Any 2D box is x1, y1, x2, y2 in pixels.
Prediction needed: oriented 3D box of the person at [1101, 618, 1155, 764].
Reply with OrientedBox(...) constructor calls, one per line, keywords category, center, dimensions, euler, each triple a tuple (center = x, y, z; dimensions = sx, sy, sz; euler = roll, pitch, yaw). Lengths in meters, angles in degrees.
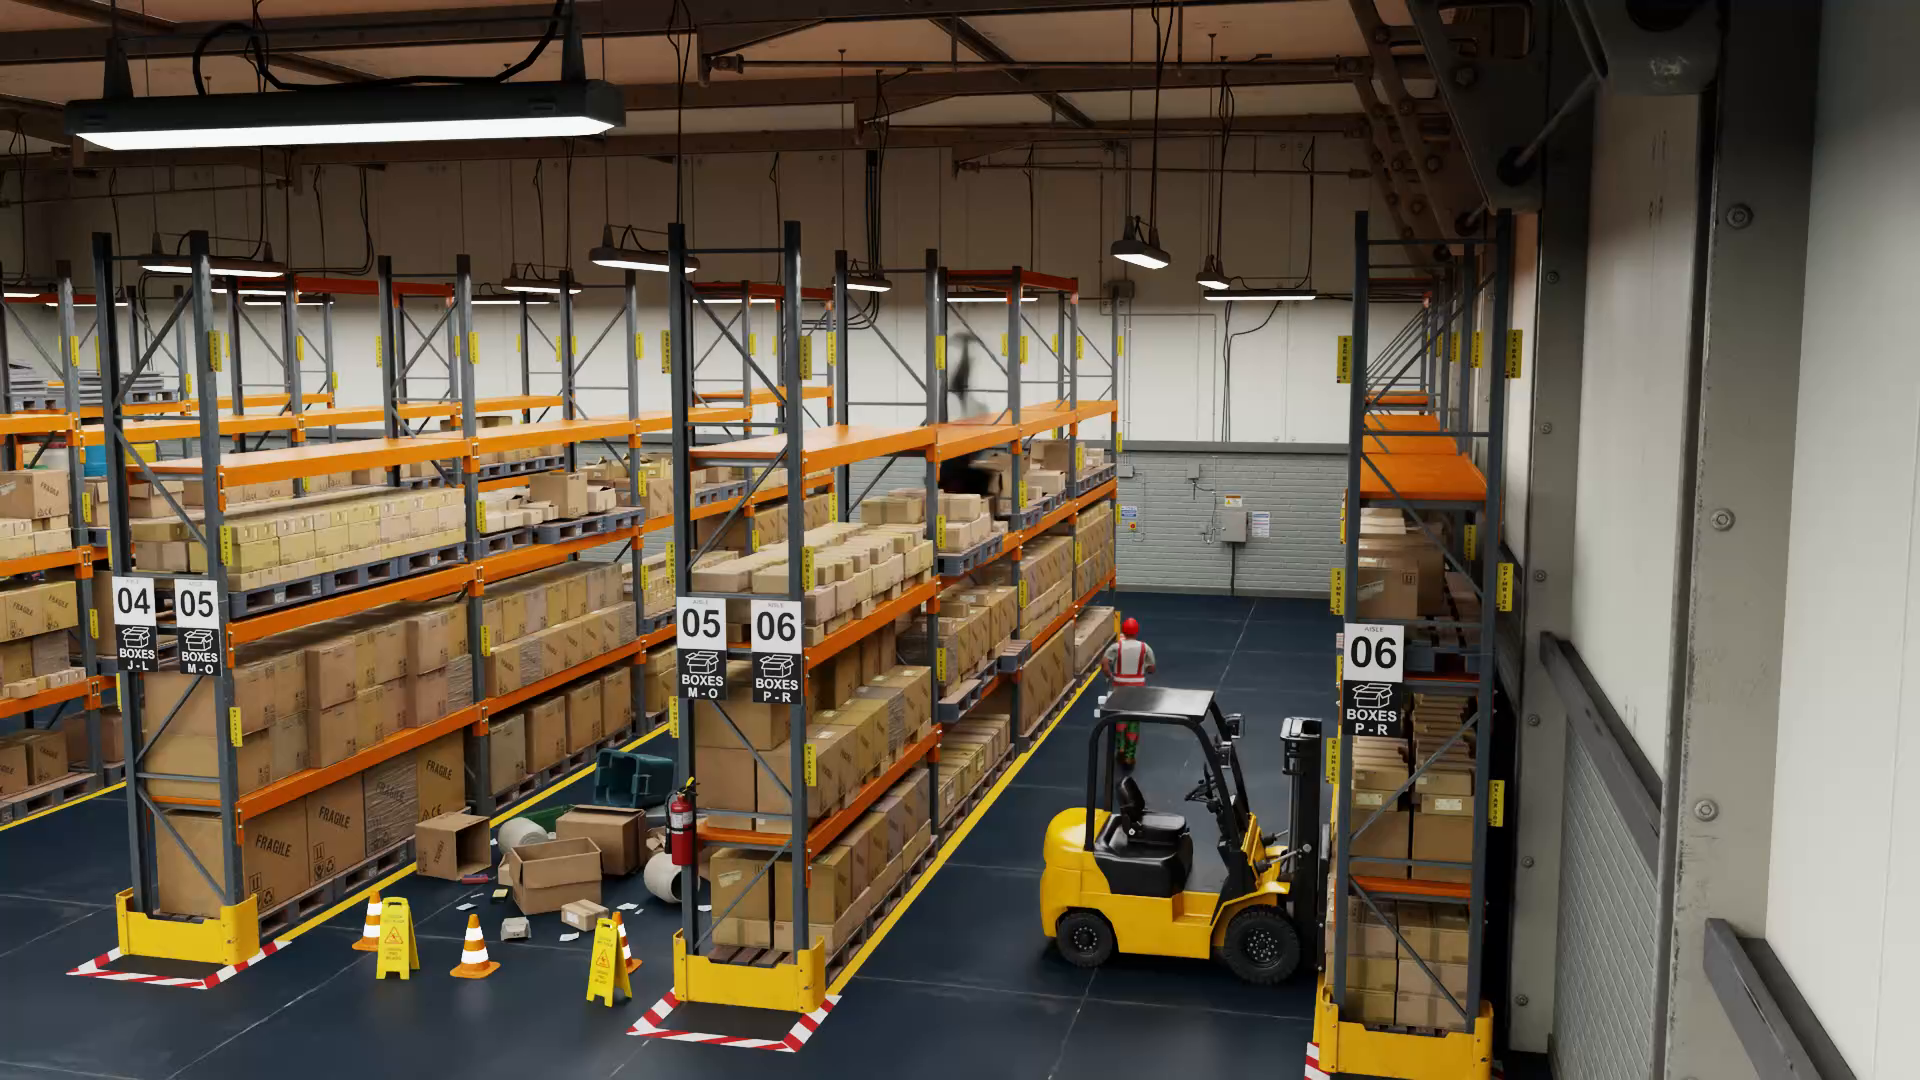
OrientedBox(category="person", center=(2.047, 1.834, 20.140), dimensions=(0.631, 1.822, 0.692), euler=(1, 7, 12))
